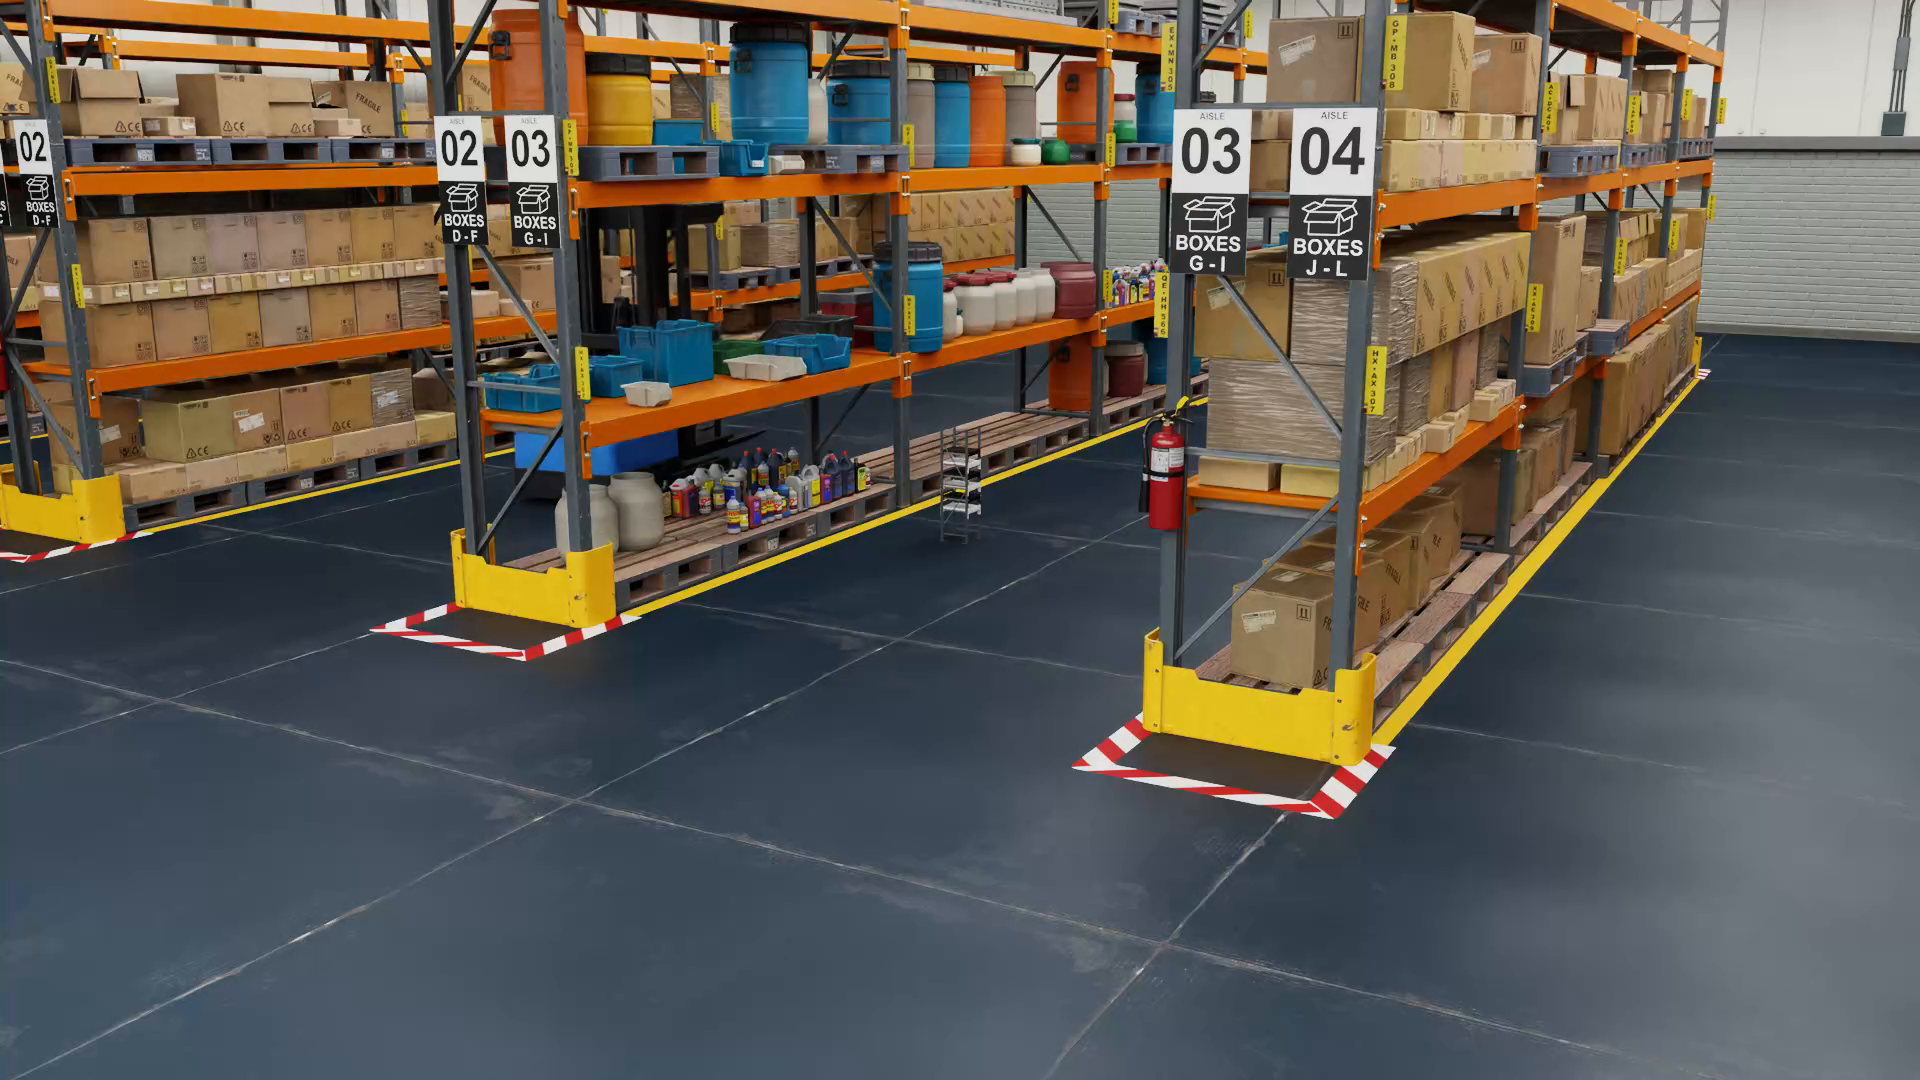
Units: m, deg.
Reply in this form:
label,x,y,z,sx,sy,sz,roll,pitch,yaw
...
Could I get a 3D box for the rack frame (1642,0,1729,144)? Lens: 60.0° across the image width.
label,x,y,z,sx,sy,sz,roll,pitch,yaw
rack frame,9.244,-6.604,21.227,1.000,3.000,0.127,7,15,28

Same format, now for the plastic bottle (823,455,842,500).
label,x,y,z,sx,sy,sz,roll,pitch,yaw
plastic bottle,-1.045,-0.509,13.457,0.144,0.351,0.185,7,15,25

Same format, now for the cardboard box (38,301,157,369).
label,x,y,z,sx,sy,sz,roll,pitch,yaw
cardboard box,-6.924,-1.671,13.352,0.700,0.500,0.500,7,15,28

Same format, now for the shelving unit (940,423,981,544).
label,x,y,z,sx,sy,sz,roll,pitch,yaw
shelving unit,0.004,-0.439,12.935,0.258,0.900,0.210,7,15,28

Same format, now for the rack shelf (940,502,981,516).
label,x,y,z,sx,sy,sz,roll,pitch,yaw
rack shelf,0.004,-0.232,12.985,0.258,0.077,0.200,7,15,28

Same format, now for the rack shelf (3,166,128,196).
label,x,y,z,sx,sy,sz,roll,pitch,yaw
rack shelf,-10.532,-3.608,16.732,1.077,0.370,4.000,7,15,28

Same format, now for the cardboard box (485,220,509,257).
label,x,y,z,sx,sy,sz,roll,pitch,yaw
cardboard box,-6.671,-4.212,23.212,0.500,0.500,0.500,7,15,28

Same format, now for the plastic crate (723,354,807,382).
label,x,y,z,sx,sy,sz,roll,pitch,yaw
plastic crate,-1.456,-1.297,12.575,0.530,0.136,0.437,7,15,28

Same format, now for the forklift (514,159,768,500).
label,x,y,z,sx,sy,sz,roll,pitch,yaw
forklift,-2.812,-2.023,15.173,1.130,2.935,3.031,6,15,22

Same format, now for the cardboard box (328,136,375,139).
label,x,y,z,sx,sy,sz,roll,pitch,yaw
cardboard box,-7.744,-4.976,21.022,0.500,0.311,0.500,7,15,28

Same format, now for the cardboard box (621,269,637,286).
label,x,y,z,sx,sy,sz,roll,pitch,yaw
cardboard box,-3.896,-2.965,19.121,0.500,0.311,0.500,7,15,27

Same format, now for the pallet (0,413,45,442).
label,x,y,z,sx,sy,sz,roll,pitch,yaw
pallet,-10.448,-1.161,17.398,1.003,0.211,1.213,7,15,28

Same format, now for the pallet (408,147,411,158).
label,x,y,z,sx,sy,sz,roll,pitch,yaw
pallet,-7.367,-5.235,22.349,1.213,0.211,1.003,8,16,31

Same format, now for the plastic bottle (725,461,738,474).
label,x,y,z,sx,sy,sz,roll,pitch,yaw
plastic bottle,-1.854,-0.494,13.539,0.061,0.283,0.133,8,16,31

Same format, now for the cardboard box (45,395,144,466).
label,x,y,z,sx,sy,sz,roll,pitch,yaw
cardboard box,-7.162,-0.904,13.754,0.500,0.500,0.500,7,15,28

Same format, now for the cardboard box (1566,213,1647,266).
label,x,y,z,sx,sy,sz,roll,pitch,yaw
cardboard box,6.666,-3.132,17.270,0.797,0.503,0.637,8,15,29

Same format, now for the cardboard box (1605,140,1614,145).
label,x,y,z,sx,sy,sz,roll,pitch,yaw
cardboard box,5.133,-3.203,13.839,0.500,0.250,0.500,7,15,28

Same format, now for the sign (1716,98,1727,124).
label,x,y,z,sx,sy,sz,roll,pitch,yaw
sign,9.712,-5.474,21.217,0.100,0.325,0.005,7,15,28

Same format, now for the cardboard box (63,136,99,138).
label,x,y,z,sx,sy,sz,roll,pitch,yaw
cardboard box,-9.595,-4.294,17.787,0.500,0.500,0.500,8,16,30

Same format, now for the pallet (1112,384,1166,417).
label,x,y,z,sx,sy,sz,roll,pitch,yaw
pallet,1.976,-1.668,19.501,1.003,0.211,1.213,7,15,28

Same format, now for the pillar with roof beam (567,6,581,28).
label,x,y,z,sx,sy,sz,roll,pitch,yaw
pillar with roof beam,-2.349,-7.221,23.785,9.100,9.000,0.400,7,15,28

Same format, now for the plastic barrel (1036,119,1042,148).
label,x,y,z,sx,sy,sz,roll,pitch,yaw
plastic barrel,0.622,-4.091,16.964,0.421,0.512,0.421,0,14,0

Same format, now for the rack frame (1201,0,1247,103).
label,x,y,z,sx,sy,sz,roll,pitch,yaw
rack frame,2.974,-6.345,20.150,1.000,3.000,0.127,7,15,28

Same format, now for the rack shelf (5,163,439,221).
label,x,y,z,sx,sy,sz,roll,pitch,yaw
rack shelf,-6.194,-3.047,14.407,1.077,0.370,4.000,7,15,28

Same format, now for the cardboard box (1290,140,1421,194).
label,x,y,z,sx,sy,sz,roll,pitch,yaw
cardboard box,1.968,-1.860,8.268,0.500,0.250,0.500,8,16,30

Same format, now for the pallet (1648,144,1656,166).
label,x,y,z,sx,sy,sz,roll,pitch,yaw
pallet,6.179,-3.781,16.318,1.003,0.211,1.213,8,16,31

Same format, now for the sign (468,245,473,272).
label,x,y,z,sx,sy,sz,roll,pitch,yaw
sign,-4.741,-2.746,16.006,0.100,0.325,0.005,7,15,28

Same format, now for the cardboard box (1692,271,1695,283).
label,x,y,z,sx,sy,sz,roll,pitch,yaw
cardboard box,8.991,-3.299,20.853,0.380,0.149,0.250,8,16,29

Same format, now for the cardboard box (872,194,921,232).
label,x,y,z,sx,sy,sz,roll,pitch,yaw
cardboard box,-0.886,-4.590,23.324,0.500,0.500,0.500,8,16,29

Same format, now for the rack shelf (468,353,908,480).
label,x,y,z,sx,sy,sz,roll,pitch,yaw
rack shelf,-1.860,-1.027,12.428,1.077,0.370,4.000,7,15,28

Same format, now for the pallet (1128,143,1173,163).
label,x,y,z,sx,sy,sz,roll,pitch,yaw
pallet,2.135,-4.390,18.844,1.003,0.211,1.213,7,15,28

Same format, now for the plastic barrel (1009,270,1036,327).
label,x,y,z,sx,sy,sz,roll,pitch,yaw
plastic barrel,0.527,-2.340,16.102,0.421,0.512,0.421,0,14,0

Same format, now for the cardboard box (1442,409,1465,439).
label,x,y,z,sx,sy,sz,roll,pitch,yaw
cardboard box,2.858,-0.720,10.156,0.380,0.149,0.250,7,15,28

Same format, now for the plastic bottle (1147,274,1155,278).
label,x,y,z,sx,sy,sz,roll,pitch,yaw
plastic bottle,2.203,-2.884,18.860,0.152,0.276,0.135,7,15,28

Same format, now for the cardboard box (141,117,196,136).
label,x,y,z,sx,sy,sz,roll,pitch,yaw
cardboard box,-6.438,-3.358,13.503,0.380,0.149,0.250,7,15,28

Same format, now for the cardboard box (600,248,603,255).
label,x,y,z,sx,sy,sz,roll,pitch,yaw
cardboard box,-5.614,-4.337,25.116,0.380,0.149,0.250,8,15,29

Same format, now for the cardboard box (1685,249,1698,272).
label,x,y,z,sx,sy,sz,roll,pitch,yaw
cardboard box,8.996,-3.526,20.944,0.500,0.250,0.500,7,15,27

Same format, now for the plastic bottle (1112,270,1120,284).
label,x,y,z,sx,sy,sz,roll,pitch,yaw
plastic bottle,1.809,-2.999,19.349,0.097,0.271,0.097,0,14,0

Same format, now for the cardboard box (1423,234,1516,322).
label,x,y,z,sx,sy,sz,roll,pitch,yaw
cardboard box,3.225,-1.679,10.615,0.500,0.500,0.500,7,15,28

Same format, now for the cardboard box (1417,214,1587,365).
label,x,y,z,sx,sy,sz,roll,pitch,yaw
cardboard box,3.949,-1.869,12.208,1.000,1.000,1.000,7,15,28

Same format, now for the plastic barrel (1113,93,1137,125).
label,x,y,z,sx,sy,sz,roll,pitch,yaw
plastic barrel,1.766,-4.717,18.612,0.433,0.535,0.433,0,14,0

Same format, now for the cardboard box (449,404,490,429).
label,x,y,z,sx,sy,sz,roll,pitch,yaw
cardboard box,-4.816,-1.271,16.876,0.500,0.250,0.500,7,15,27

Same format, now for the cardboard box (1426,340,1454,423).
label,x,y,z,sx,sy,sz,roll,pitch,yaw
cardboard box,2.467,-1.023,10.029,0.875,0.500,0.500,7,15,28

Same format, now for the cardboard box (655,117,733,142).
label,x,y,z,sx,sy,sz,roll,pitch,yaw
cardboard box,-3.112,-4.770,19.804,0.910,0.500,0.500,7,15,28

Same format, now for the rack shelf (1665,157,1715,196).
label,x,y,z,sx,sy,sz,roll,pitch,yaw
rack shelf,8.277,-4.386,19.960,1.077,0.370,4.000,7,15,28

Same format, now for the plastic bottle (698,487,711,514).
label,x,y,z,sx,sy,sz,roll,pitch,yaw
plastic bottle,-1.992,-0.313,12.963,0.097,0.201,0.097,0,14,0

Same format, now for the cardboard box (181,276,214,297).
label,x,y,z,sx,sy,sz,roll,pitch,yaw
cardboard box,-6.412,-2.105,13.769,0.380,0.149,0.250,7,15,27

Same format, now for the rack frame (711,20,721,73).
label,x,y,z,sx,sy,sz,roll,pitch,yaw
rack frame,-3.765,-8.288,28.210,1.000,3.000,0.127,7,15,28

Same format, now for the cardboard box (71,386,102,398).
label,x,y,z,sx,sy,sz,roll,pitch,yaw
cardboard box,-9.798,-1.633,18.512,0.380,0.166,0.250,5,15,21

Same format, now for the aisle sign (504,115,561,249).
label,x,y,z,sx,sy,sz,roll,pitch,yaw
aisle sign,-2.605,-2.182,10.138,0.394,0.787,0.004,7,15,28

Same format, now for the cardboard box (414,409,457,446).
label,x,y,z,sx,sy,sz,roll,pitch,yaw
cardboard box,-5.260,-1.096,16.152,0.500,0.250,0.500,7,15,28

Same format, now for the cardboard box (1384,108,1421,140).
label,x,y,z,sx,sy,sz,roll,pitch,yaw
cardboard box,2.054,-2.057,8.234,0.380,0.149,0.250,8,16,29

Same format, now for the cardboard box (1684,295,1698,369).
label,x,y,z,sx,sy,sz,roll,pitch,yaw
cardboard box,9.004,-2.719,21.547,0.875,0.875,0.875,7,15,28

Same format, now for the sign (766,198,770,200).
label,x,y,z,sx,sy,sz,roll,pitch,yaw
sign,-3.296,-5.985,28.483,0.100,0.325,0.005,7,15,28

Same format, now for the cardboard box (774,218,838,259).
label,x,y,z,sx,sy,sz,roll,pitch,yaw
cardboard box,-2.062,-4.023,22.210,0.700,0.500,0.500,10,17,37

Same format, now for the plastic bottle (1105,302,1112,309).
label,x,y,z,sx,sy,sz,roll,pitch,yaw
plastic bottle,1.533,-2.599,17.680,0.152,0.276,0.135,7,15,28
